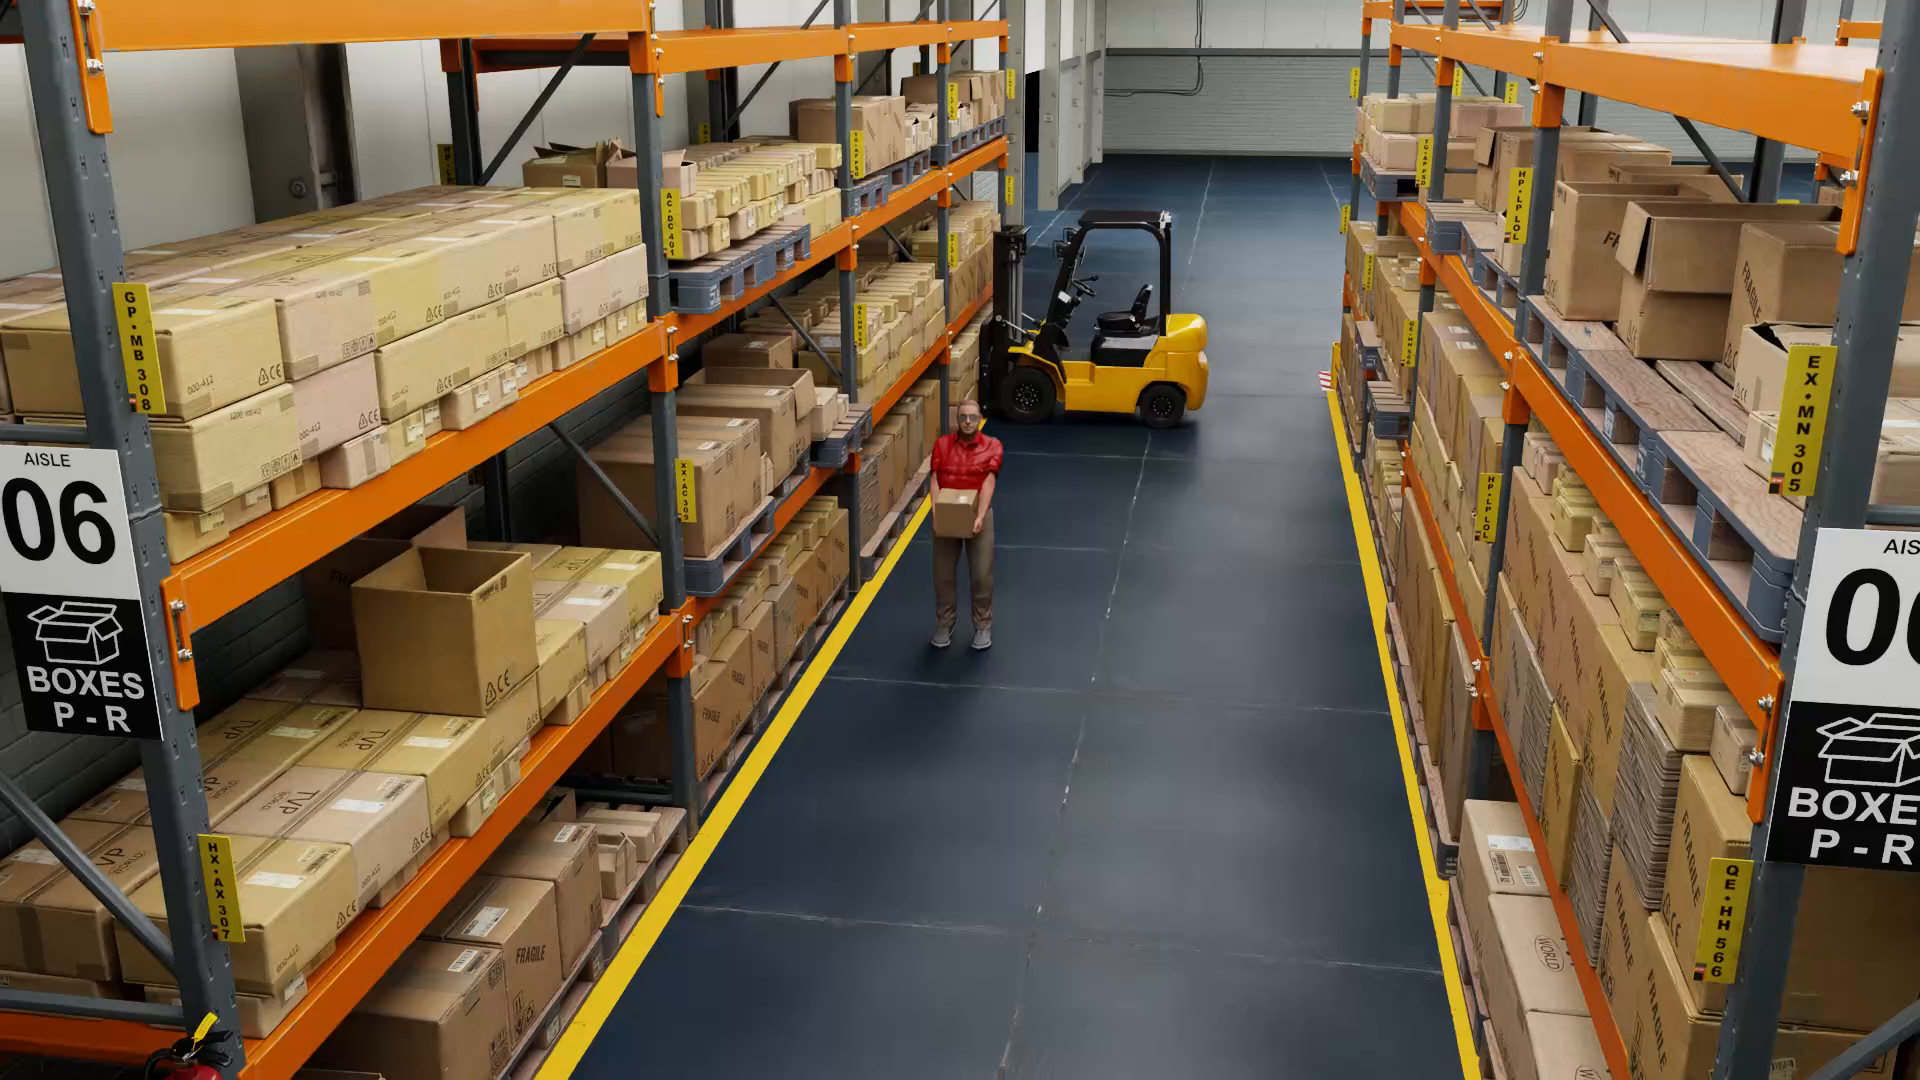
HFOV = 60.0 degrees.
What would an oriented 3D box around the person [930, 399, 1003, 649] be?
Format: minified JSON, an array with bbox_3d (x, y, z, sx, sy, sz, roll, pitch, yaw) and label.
[{"bbox_3d":[0.024,-0.085,11.366,0.494,1.717,0.530,3,18,10],"label":"person"}]
